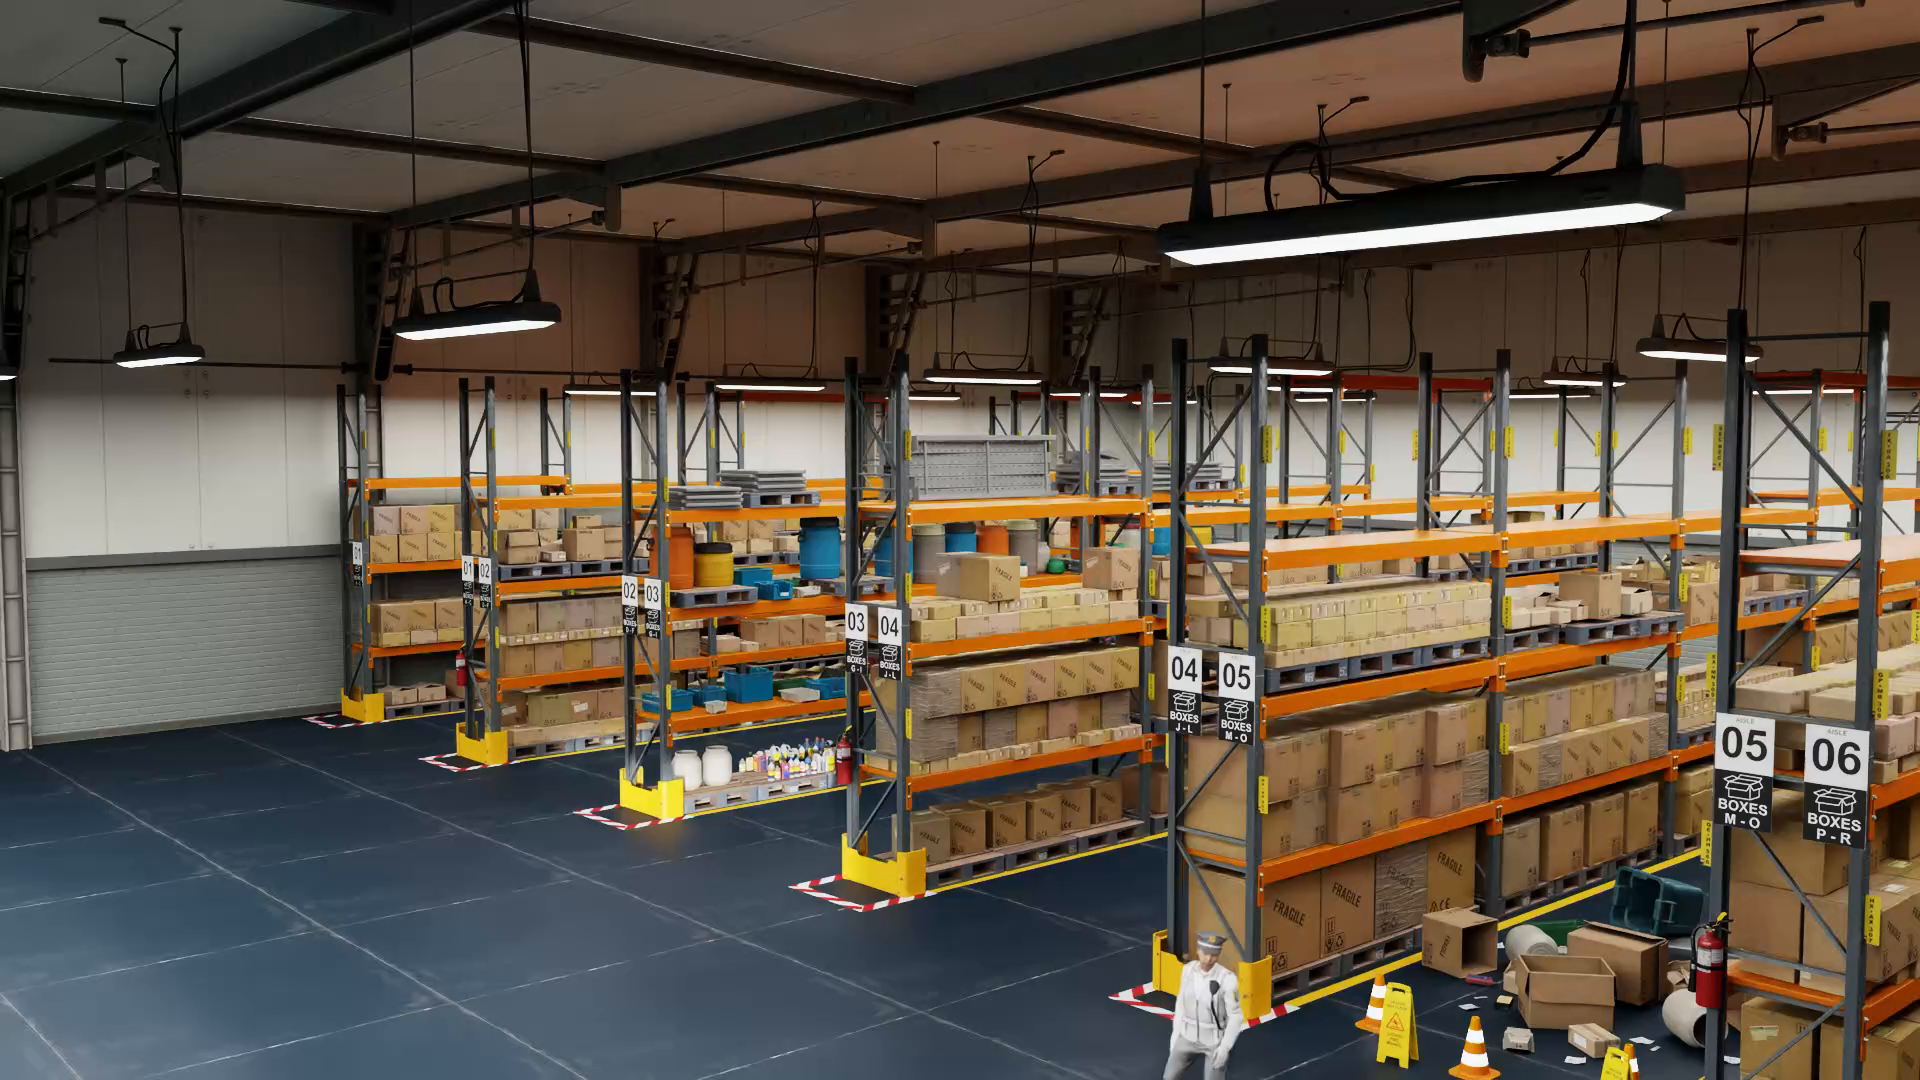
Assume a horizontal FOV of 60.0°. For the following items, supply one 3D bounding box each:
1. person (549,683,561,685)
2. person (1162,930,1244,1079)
[{"bbox_3d":[-7.032,2.468,28.810,0.601,1.637,0.933,2,4,33],"label":"person"},{"bbox_3d":[1.669,3.568,11.811,0.729,1.649,0.560,2,4,31],"label":"person"}]
